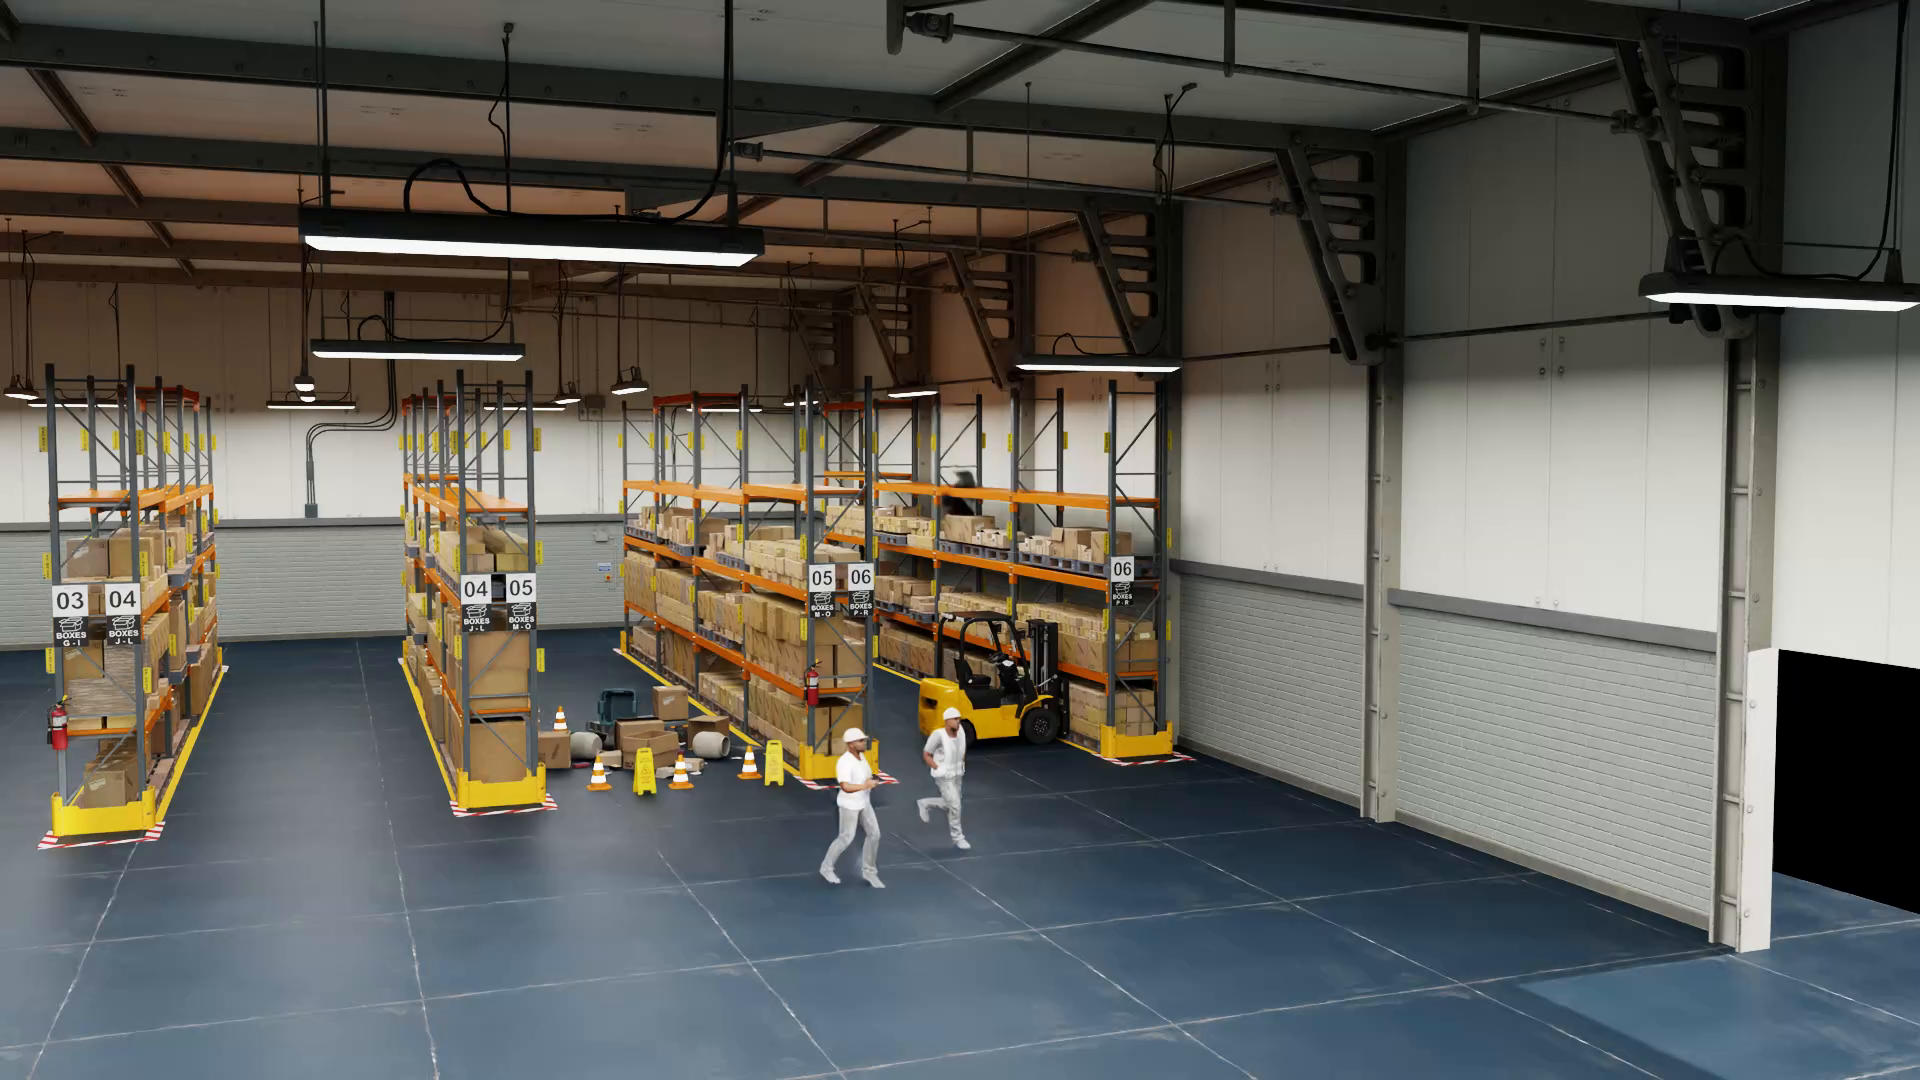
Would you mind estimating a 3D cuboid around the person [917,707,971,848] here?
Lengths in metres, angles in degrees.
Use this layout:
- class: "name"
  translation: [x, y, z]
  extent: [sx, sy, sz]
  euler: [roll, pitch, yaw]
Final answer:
- class: "person"
  translation: [-0.216, 2.941, 20.763]
  extent: [0.869, 1.759, 0.696]
  euler: [3, 4, 40]

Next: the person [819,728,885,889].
- class: "person"
  translation: [-1.210, 3.022, 18.695]
  extent: [0.787, 1.834, 0.720]
  euler: [1, 4, 24]
